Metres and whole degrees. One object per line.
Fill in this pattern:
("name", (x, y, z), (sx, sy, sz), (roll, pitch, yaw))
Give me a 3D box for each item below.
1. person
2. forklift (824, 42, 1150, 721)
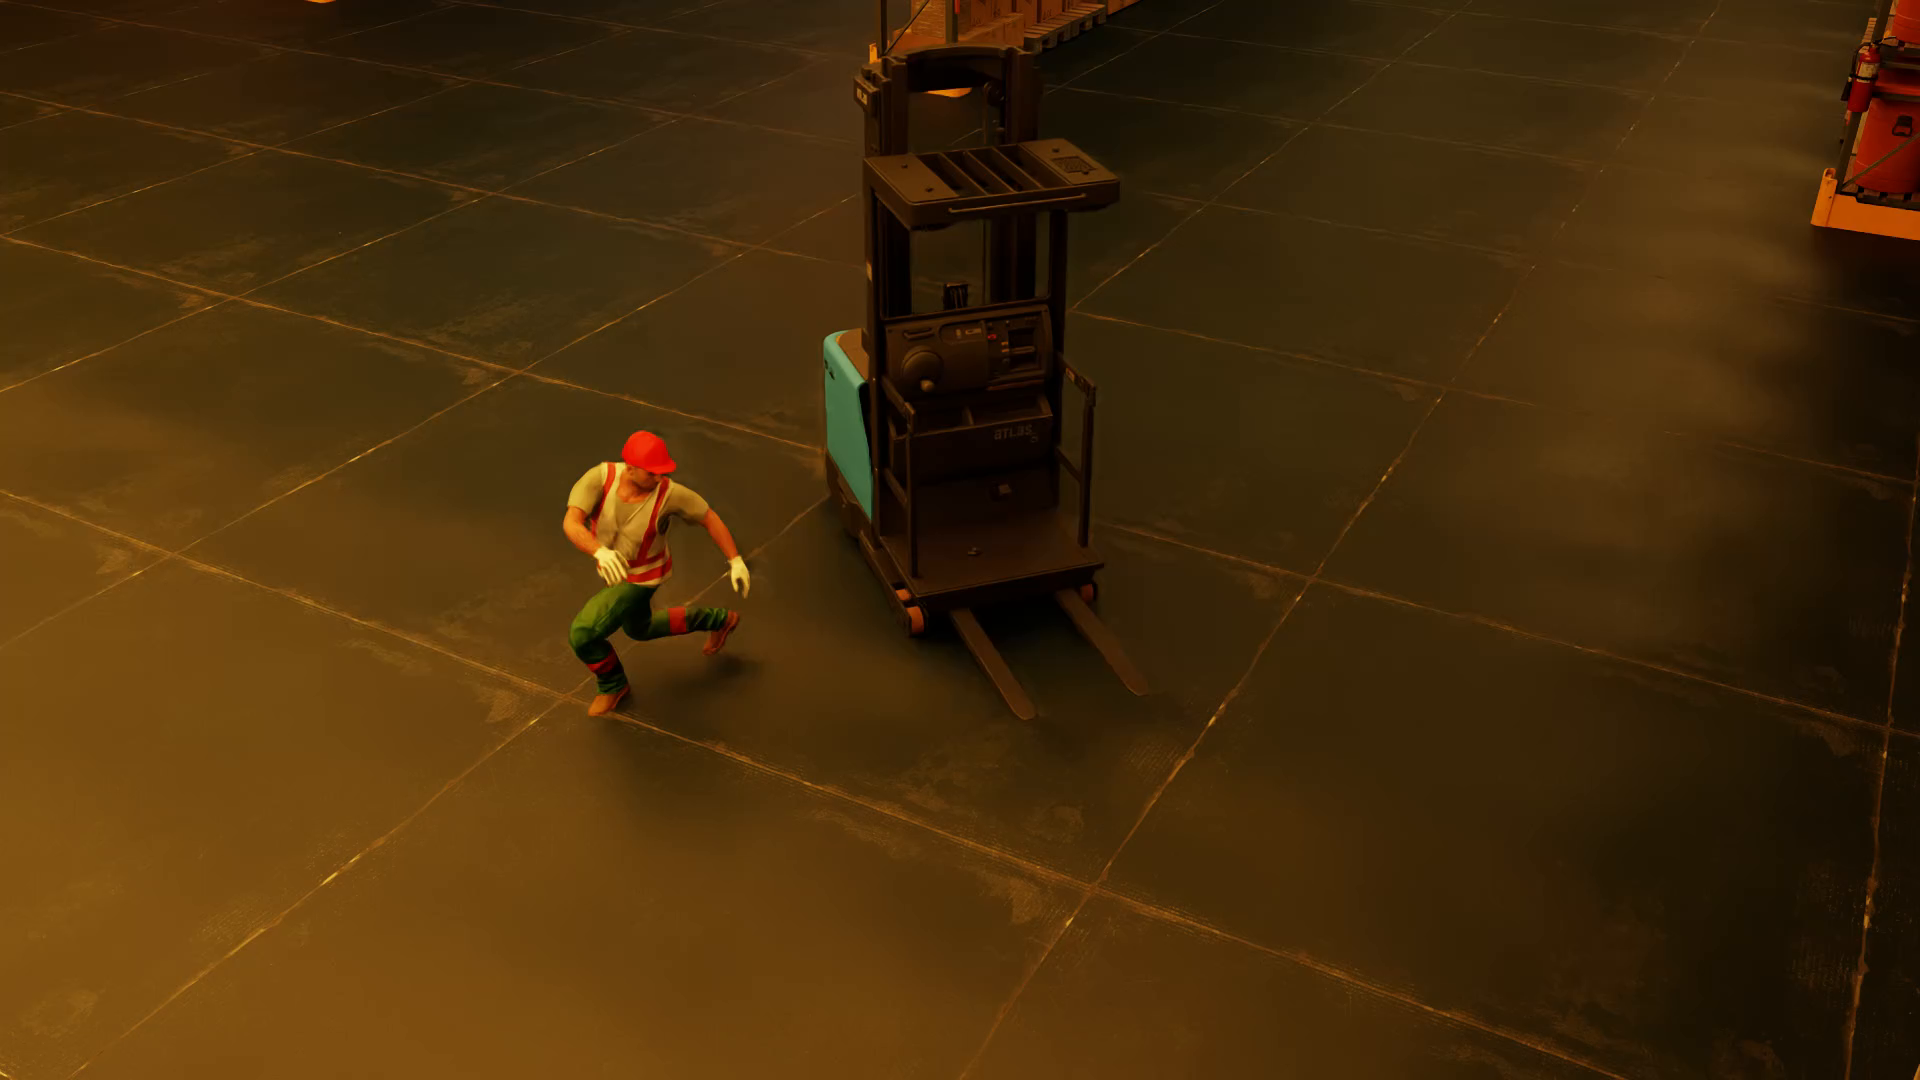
("person", (-1.521, 0.135, 8.303), (0.685, 1.542, 0.952), (24, 38, 35))
("forklift", (0.127, -0.972, 8.756), (1.130, 2.935, 3.031), (-10, 31, -17))
